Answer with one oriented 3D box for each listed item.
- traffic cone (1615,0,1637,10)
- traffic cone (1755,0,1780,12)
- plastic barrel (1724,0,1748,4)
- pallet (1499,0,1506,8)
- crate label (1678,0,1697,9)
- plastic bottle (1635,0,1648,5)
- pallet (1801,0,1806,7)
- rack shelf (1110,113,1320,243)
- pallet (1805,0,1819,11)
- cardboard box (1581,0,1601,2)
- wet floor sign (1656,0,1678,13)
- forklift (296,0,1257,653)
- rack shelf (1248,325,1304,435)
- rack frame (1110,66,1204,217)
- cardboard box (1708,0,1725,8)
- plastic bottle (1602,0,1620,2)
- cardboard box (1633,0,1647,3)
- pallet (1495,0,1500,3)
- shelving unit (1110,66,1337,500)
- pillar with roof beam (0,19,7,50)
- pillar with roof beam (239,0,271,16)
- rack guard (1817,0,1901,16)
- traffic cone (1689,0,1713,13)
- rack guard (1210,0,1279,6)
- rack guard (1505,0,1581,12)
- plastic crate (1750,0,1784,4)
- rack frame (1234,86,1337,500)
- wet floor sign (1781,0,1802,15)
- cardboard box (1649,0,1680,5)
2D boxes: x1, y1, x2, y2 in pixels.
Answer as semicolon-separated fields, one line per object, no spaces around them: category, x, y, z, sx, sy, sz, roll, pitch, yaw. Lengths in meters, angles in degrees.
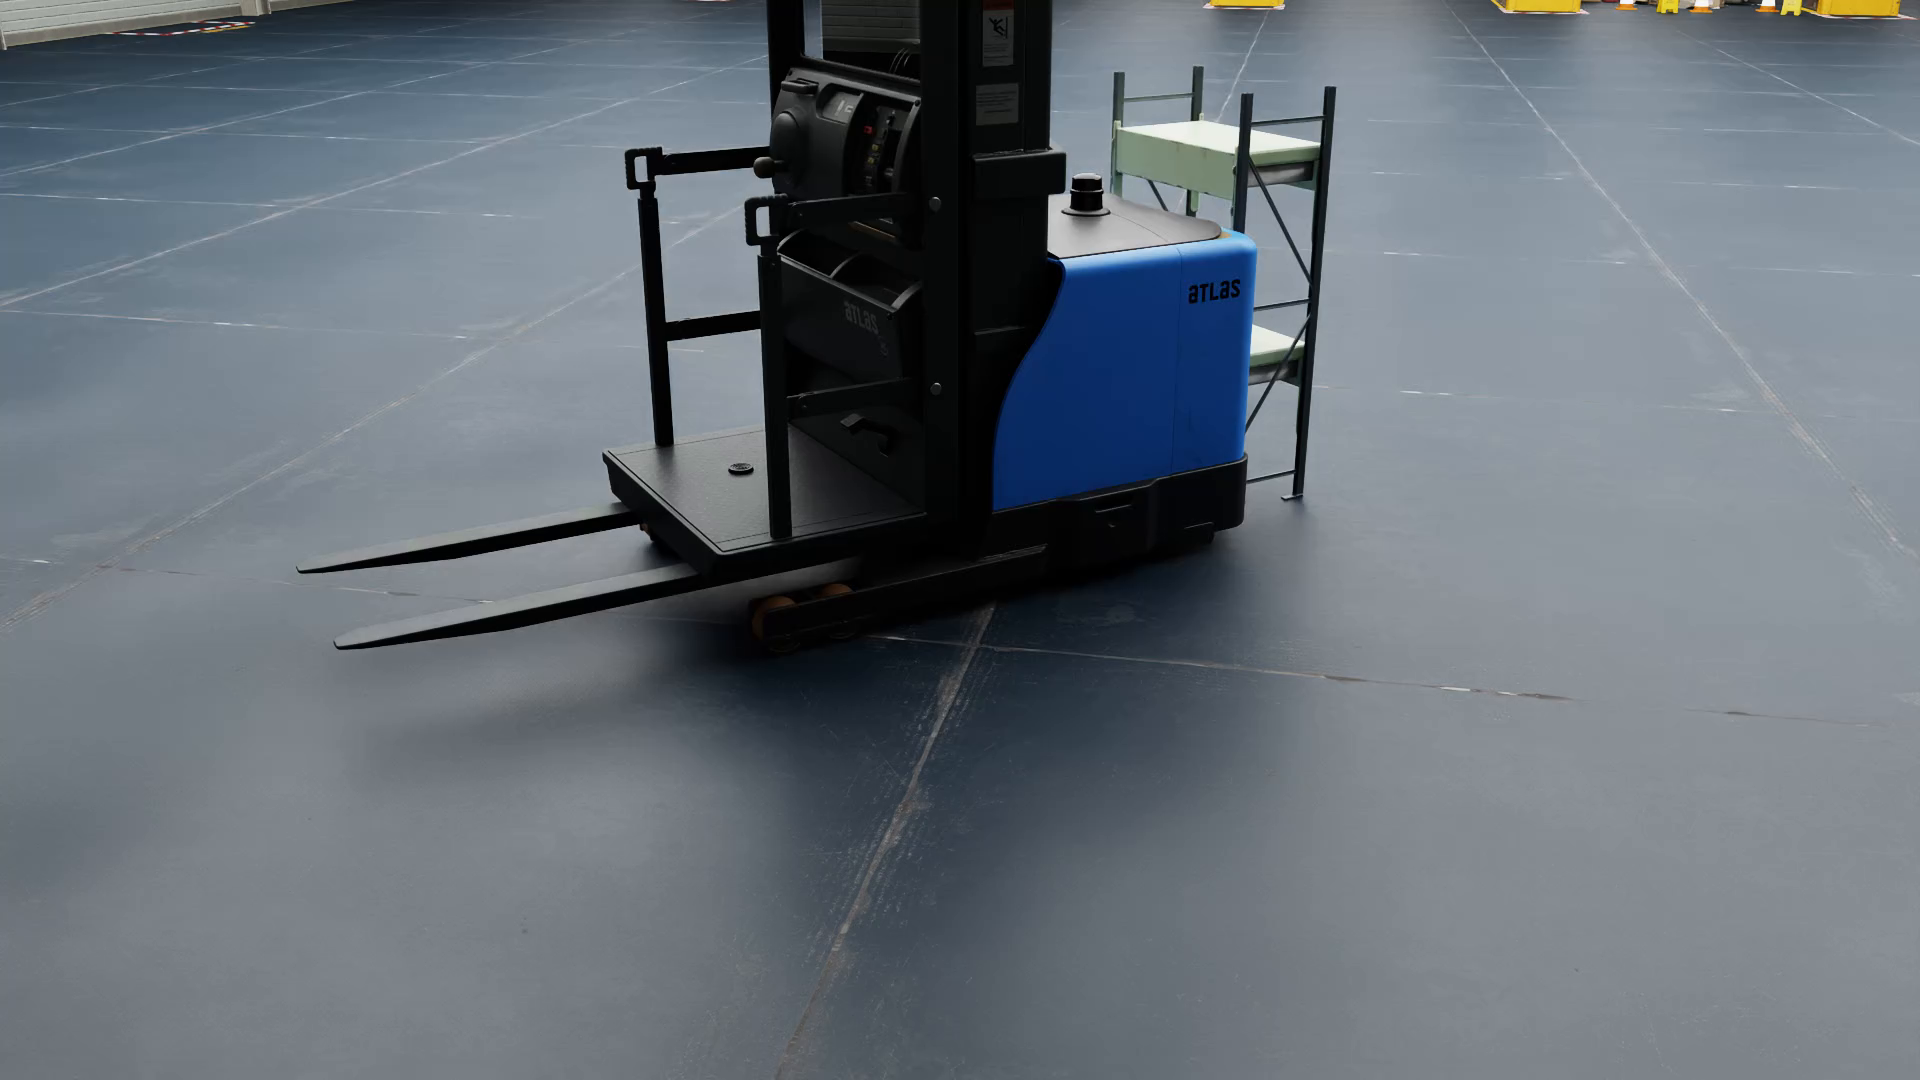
traffic cone;11.298;-9.219;28.124;0.336;0.463;0.334;4;22;11
traffic cone;13.491;-9.048;27.700;0.336;0.463;0.334;4;22;11
plastic barrel;13.605;-9.645;29.235;0.421;0.421;0.512;-16;27;-35
pallet;9.886;-9.314;28.698;1.003;0.211;1.213;4;22;11
crate label;12.434;-9.149;28.388;0.250;0.136;0.298;-7;23;-17
plastic bottle;11.996;-9.475;29.299;0.133;0.061;0.283;-3;22;-8
pallet;15.133;-9.443;29.017;1.003;0.211;1.213;4;22;11
rack shelf;0.929;-1.306;6.044;0.431;0.370;0.720;-12;25;-28
pallet;14.882;-8.998;27.912;1.003;0.211;1.213;4;22;11
cardboard box;11.303;-9.968;29.931;0.500;0.500;0.500;8;23;20
wet floor sign;11.732;-9.056;27.475;0.267;0.644;0.232;1;22;2
forklift;-0.542;-1.245;5.022;3.031;2.935;1.130;-12;25;-27
rack shelf;0.929;-0.641;6.311;0.431;0.370;0.720;-12;25;-28
rack frame;0.744;-1.062;6.483;0.400;1.500;0.023;-12;25;-28
cardboard box;12.956;-9.280;28.696;0.380;0.149;0.250;18;28;38
plastic bottle;11.641;-9.642;29.713;0.283;0.061;0.133;-3;22;-8
cardboard box;12.068;-9.735;29.670;0.396;0.266;0.258;8;23;20
pallet;10.137;-9.759;29.803;1.003;0.211;1.213;4;22;11
shelving unit;0.929;-0.944;6.190;0.431;1.500;0.755;-12;25;-28
pillar with roof beam;-8.521;-10.245;19.247;9.100;9.000;0.400;4;22;11
pillar with roof beam;-7.297;-12.439;24.695;9.100;9.000;0.400;4;22;11
rack guard;14.681;-8.837;27.127;1.175;0.500;0.348;4;22;11
traffic cone;12.335;-9.008;27.601;0.336;0.463;0.334;4;22;11
rack guard;4.980;-9.593;29.003;1.175;0.500;0.348;4;22;11
rack guard;9.794;-9.141;27.882;1.175;0.500;0.348;4;22;11
plastic crate;14.359;-9.566;29.499;0.402;0.080;0.583;-3;22;-8
rack frame;1.114;-0.826;5.896;0.400;1.500;0.023;-12;25;-28
wet floor sign;13.580;-8.889;27.061;0.267;0.644;0.232;13;25;29
cardboard box;12.546;-9.646;29.132;0.797;0.503;0.637;-11;25;-26
